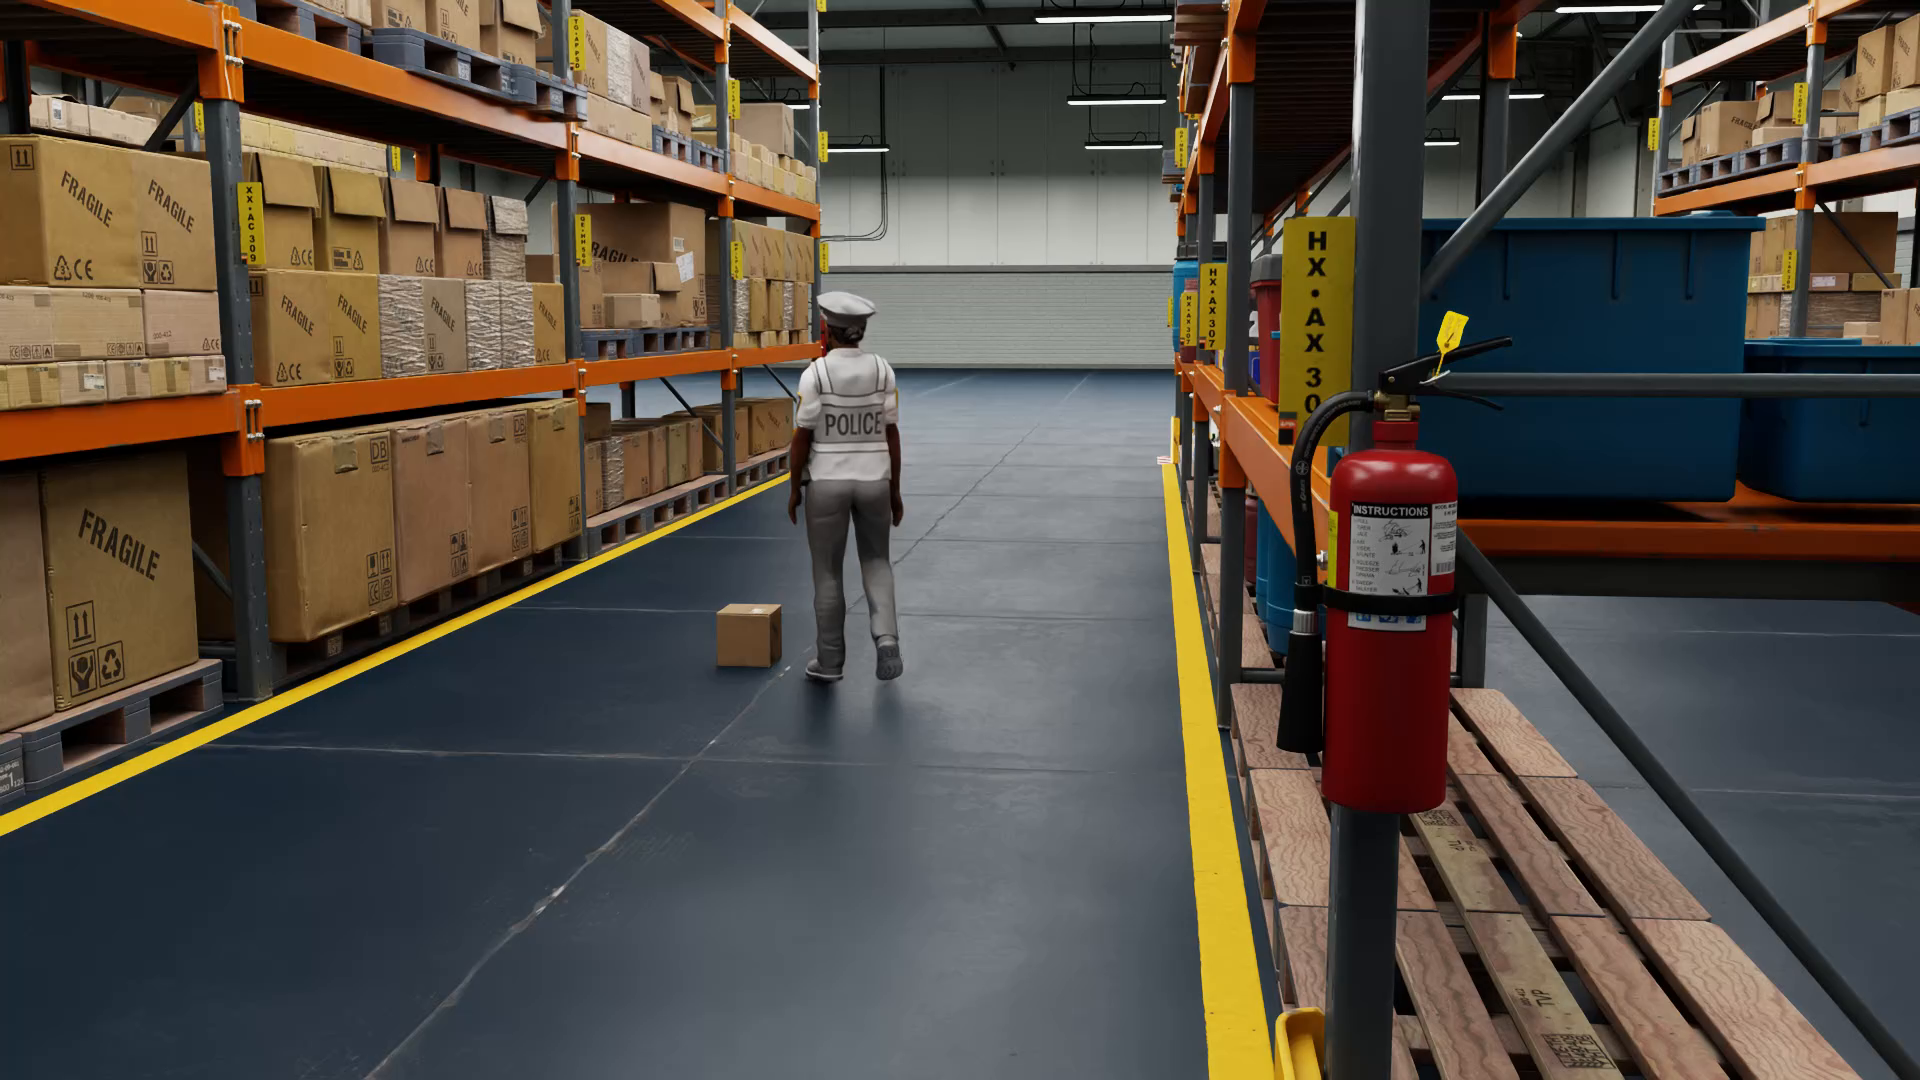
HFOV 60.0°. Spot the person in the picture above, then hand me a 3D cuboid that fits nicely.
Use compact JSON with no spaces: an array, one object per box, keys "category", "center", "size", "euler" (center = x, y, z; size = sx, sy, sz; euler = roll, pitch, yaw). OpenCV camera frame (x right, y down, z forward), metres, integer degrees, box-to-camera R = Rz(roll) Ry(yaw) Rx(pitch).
[{"category":"person","center":[-0.500,-0.218,7.185],"size":[0.492,1.699,0.447],"euler":[-3,8,-21]}]
